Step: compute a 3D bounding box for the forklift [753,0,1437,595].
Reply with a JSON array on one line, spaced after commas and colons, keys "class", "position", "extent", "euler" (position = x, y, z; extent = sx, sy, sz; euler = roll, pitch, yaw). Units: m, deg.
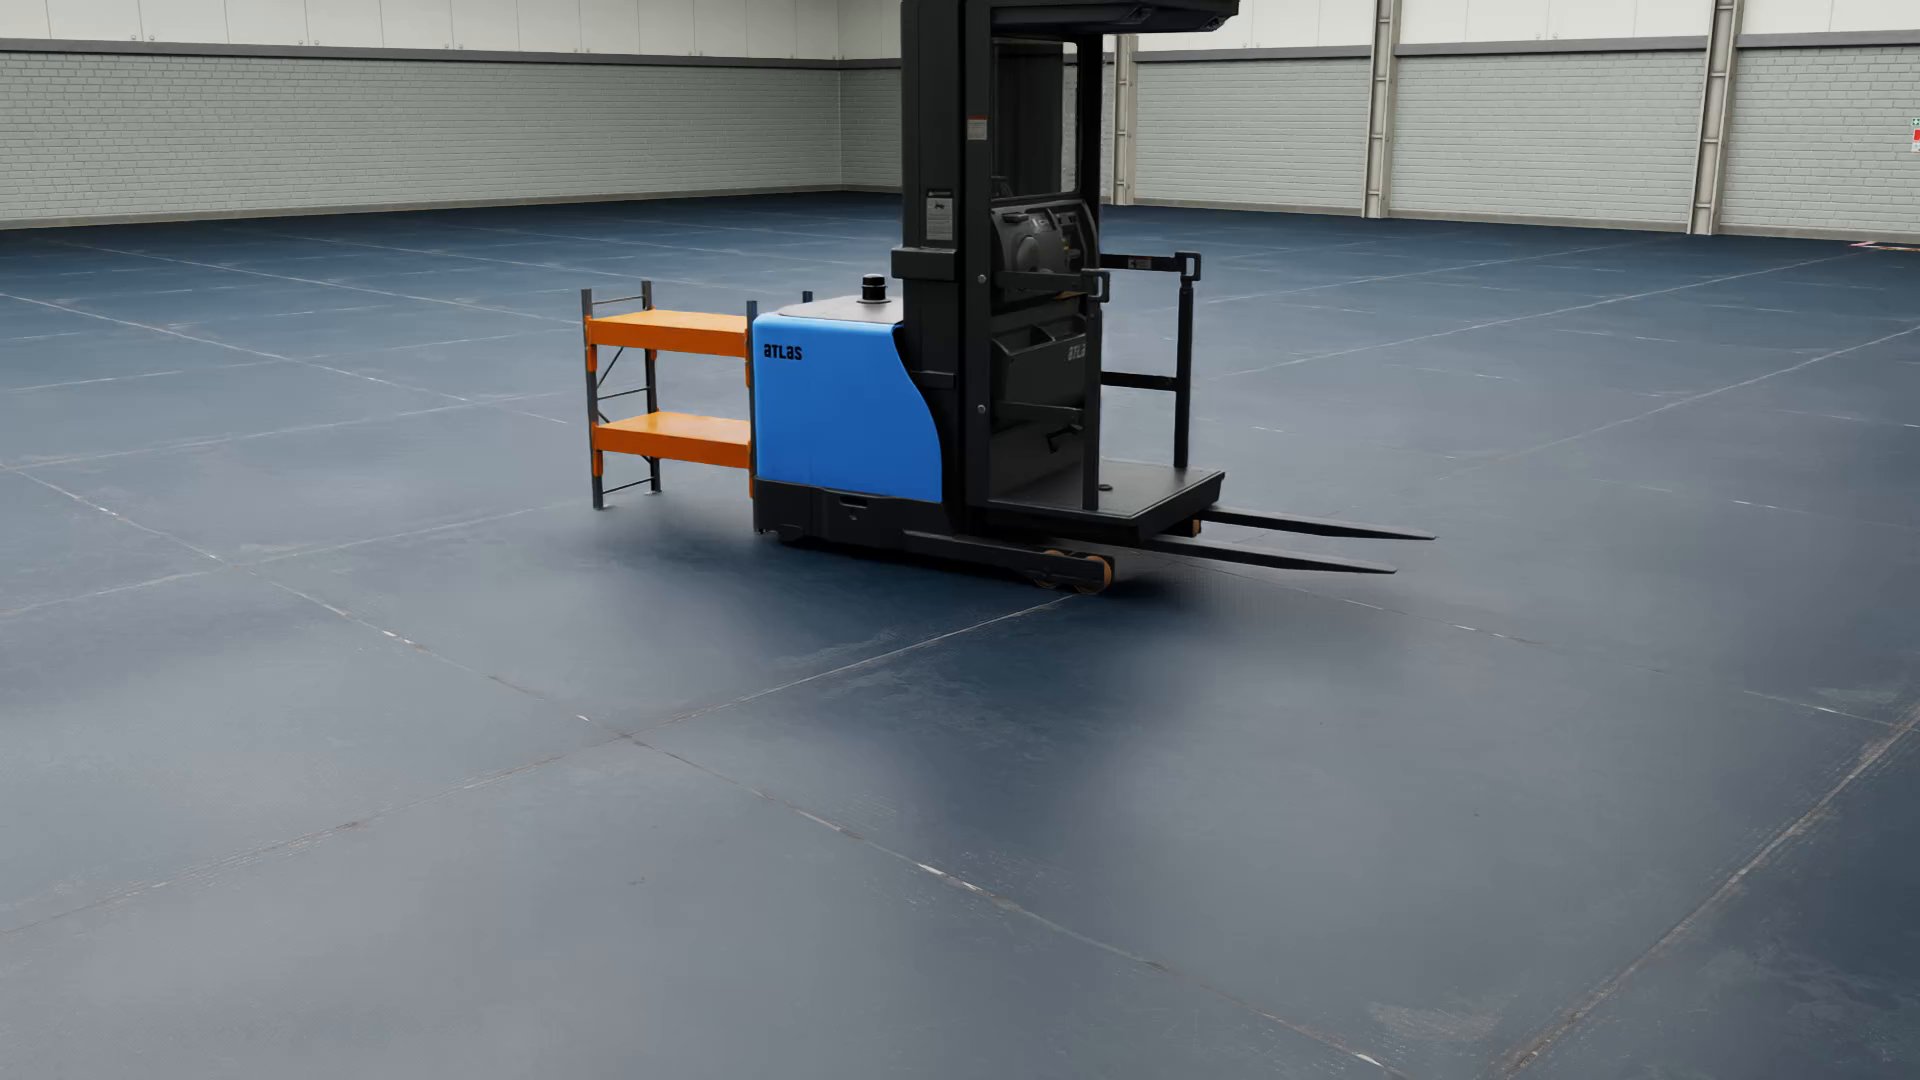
[{"class": "forklift", "position": [0.562, -1.337, 7.252], "extent": [3.031, 2.935, 1.130], "euler": [8, 17, 29]}]

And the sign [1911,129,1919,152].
[{"class": "sign", "position": [14.309, -5.950, 24.747], "extent": [0.234, 0.329, 0.001], "euler": [14, 20, 42]}]

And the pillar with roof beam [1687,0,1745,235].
[{"class": "pillar with roof beam", "position": [9.081, -8.549, 22.896], "extent": [0.400, 9.000, 9.100], "euler": [14, 20, 42]}]

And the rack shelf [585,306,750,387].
[{"class": "rack shelf", "position": [-1.303, -0.974, 8.277], "extent": [1.000, 0.278, 0.538], "euler": [8, 17, 29]}]

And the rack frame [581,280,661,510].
[{"class": "rack frame", "position": [-1.745, -0.754, 8.594], "extent": [0.032, 1.125, 0.500], "euler": [8, 17, 29]}]

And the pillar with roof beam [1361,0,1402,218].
[{"class": "pillar with roof beam", "position": [4.762, -9.599, 26.926], "extent": [0.400, 9.000, 9.100], "euler": [14, 20, 42]}]

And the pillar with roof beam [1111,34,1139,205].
[{"class": "pillar with roof beam", "position": [0.442, -10.649, 30.956], "extent": [0.400, 9.000, 9.100], "euler": [14, 20, 42]}]

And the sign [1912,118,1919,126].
[{"class": "sign", "position": [14.306, -6.204, 24.671], "extent": [0.331, 0.109, 0.001], "euler": [14, 20, 42]}]

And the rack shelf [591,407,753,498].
[{"class": "rack shelf", "position": [-1.303, -0.454, 8.412], "extent": [1.000, 0.278, 0.538], "euler": [8, 17, 29]}]

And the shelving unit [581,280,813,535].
[{"class": "shelving unit", "position": [-1.303, -0.690, 8.351], "extent": [1.048, 1.125, 0.538], "euler": [8, 17, 29]}]

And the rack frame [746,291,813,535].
[{"class": "rack frame", "position": [-0.862, -0.627, 8.107], "extent": [0.032, 1.125, 0.500], "euler": [8, 17, 29]}]
